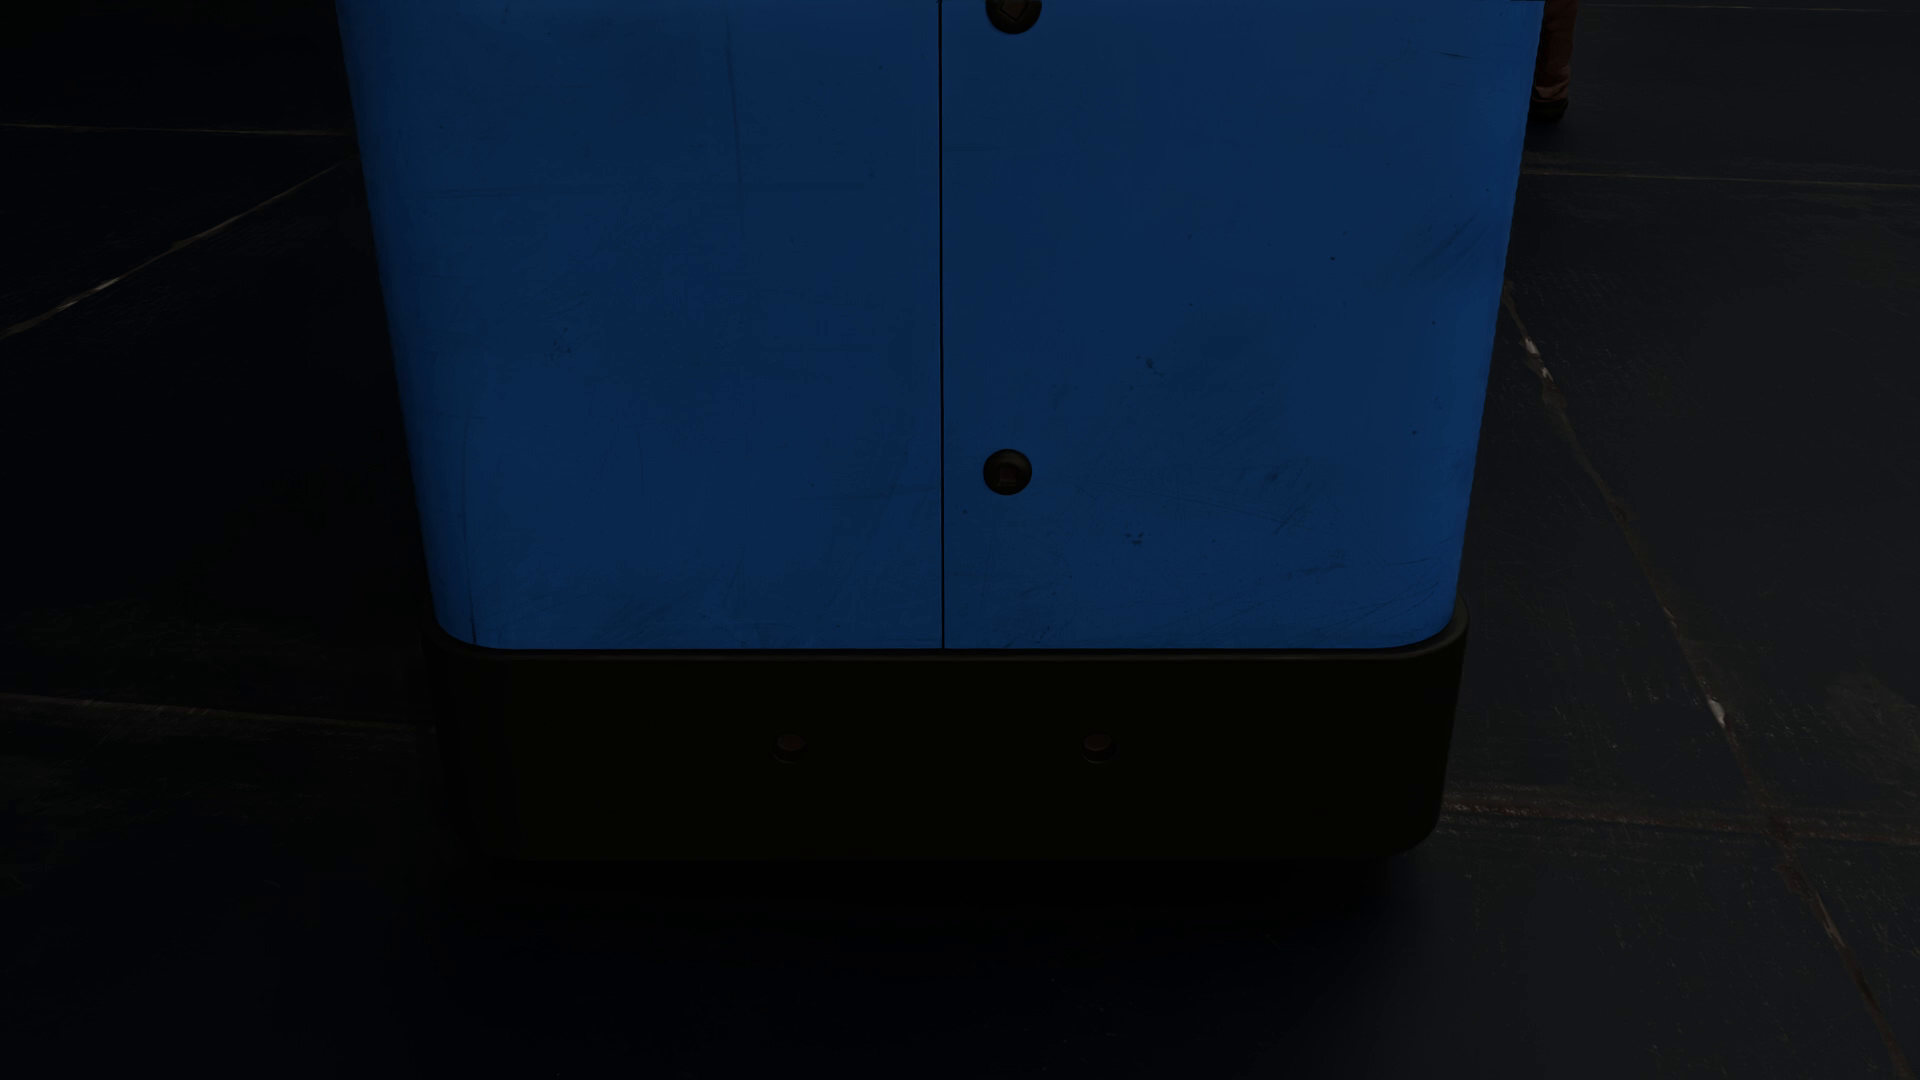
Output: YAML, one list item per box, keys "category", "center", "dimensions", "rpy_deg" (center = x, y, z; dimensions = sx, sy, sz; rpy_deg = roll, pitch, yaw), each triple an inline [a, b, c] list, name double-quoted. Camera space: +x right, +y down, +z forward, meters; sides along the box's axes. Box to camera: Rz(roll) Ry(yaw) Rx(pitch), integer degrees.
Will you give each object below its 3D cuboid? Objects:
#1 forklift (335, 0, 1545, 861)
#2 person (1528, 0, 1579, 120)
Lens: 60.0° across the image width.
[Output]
- category: "forklift"
  center: [-0.019, -1.598, 2.419]
  dimensions: [1.130, 2.935, 3.031]
  rpy_deg: [0, 27, 0]
- category: "person"
  center: [1.562, -2.052, 4.671]
  dimensions: [0.629, 1.721, 0.567]
  rpy_deg: [3, 27, 6]
